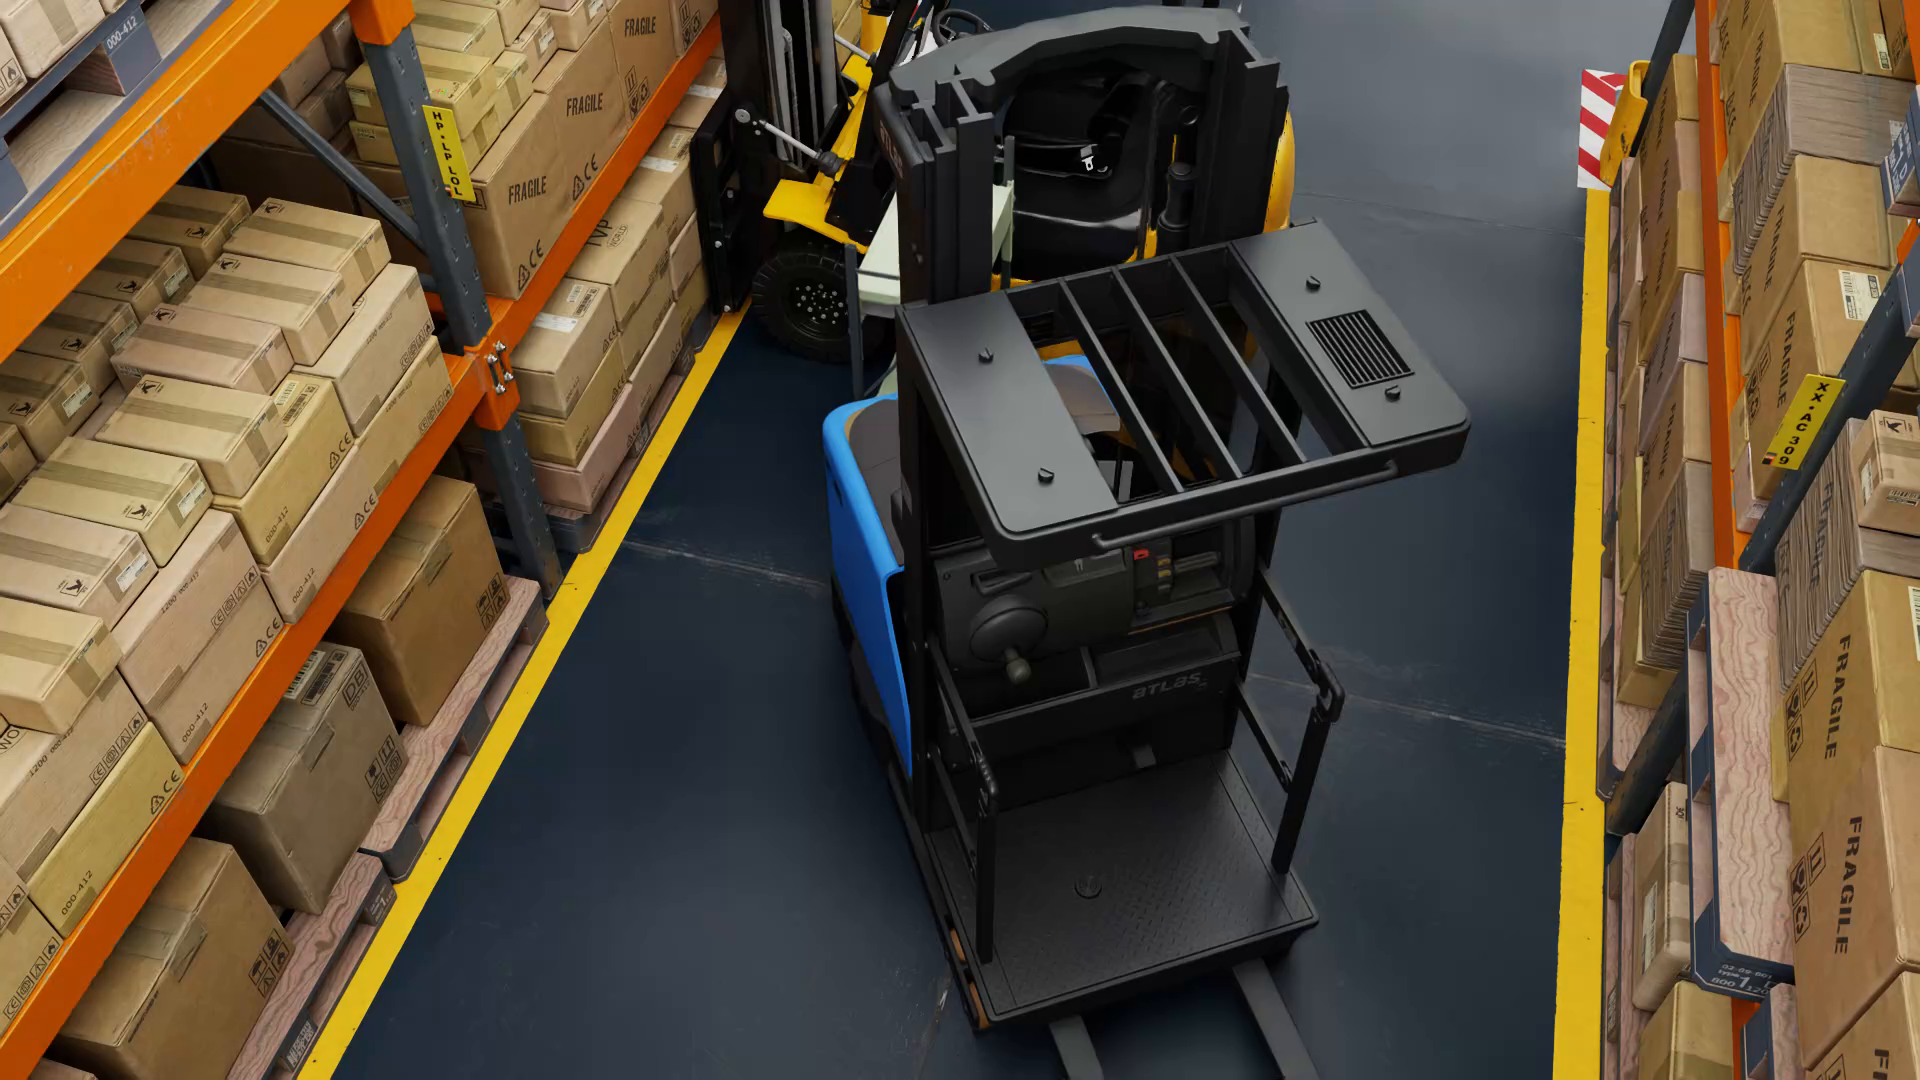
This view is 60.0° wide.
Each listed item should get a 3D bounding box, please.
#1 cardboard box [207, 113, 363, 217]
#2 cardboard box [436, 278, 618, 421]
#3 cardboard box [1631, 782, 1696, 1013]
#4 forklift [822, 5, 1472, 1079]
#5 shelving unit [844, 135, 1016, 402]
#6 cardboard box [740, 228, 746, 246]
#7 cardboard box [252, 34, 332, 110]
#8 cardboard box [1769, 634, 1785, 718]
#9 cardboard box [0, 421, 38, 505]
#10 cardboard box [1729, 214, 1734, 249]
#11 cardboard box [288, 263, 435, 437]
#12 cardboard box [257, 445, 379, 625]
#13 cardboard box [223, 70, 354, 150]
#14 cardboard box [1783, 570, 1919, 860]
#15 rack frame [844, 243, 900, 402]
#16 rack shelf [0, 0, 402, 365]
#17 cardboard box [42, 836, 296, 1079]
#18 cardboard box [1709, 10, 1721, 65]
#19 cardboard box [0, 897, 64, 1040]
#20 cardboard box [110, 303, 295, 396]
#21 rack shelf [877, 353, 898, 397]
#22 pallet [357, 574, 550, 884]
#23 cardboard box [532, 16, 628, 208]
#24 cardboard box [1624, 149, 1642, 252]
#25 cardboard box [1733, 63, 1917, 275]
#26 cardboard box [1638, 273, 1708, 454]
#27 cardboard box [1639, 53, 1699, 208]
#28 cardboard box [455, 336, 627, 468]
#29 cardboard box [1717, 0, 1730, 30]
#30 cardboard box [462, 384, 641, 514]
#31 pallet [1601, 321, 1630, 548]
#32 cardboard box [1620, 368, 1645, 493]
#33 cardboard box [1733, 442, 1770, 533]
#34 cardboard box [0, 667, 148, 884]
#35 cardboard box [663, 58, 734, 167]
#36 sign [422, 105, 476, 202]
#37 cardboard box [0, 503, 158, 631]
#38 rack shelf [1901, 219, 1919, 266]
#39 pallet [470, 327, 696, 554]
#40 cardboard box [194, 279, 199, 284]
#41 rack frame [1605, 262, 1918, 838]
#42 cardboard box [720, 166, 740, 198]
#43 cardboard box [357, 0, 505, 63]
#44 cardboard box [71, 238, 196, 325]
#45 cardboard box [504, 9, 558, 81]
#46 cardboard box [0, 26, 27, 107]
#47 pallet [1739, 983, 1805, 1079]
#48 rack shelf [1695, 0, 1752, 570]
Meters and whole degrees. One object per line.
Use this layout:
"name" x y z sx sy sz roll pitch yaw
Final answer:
"cardboard box" -2.195 -1.306 5.754 0.500 0.500 0.500 11 50 10
"cardboard box" -1.623 -0.742 6.210 0.500 0.250 0.500 11 49 9
"cardboard box" 2.601 1.193 5.088 0.950 0.372 0.625 12 50 11
"forklift" 0.459 0.232 4.509 1.130 2.935 3.031 -14 50 -12
"shelving unit" -0.094 -0.713 6.298 0.431 1.500 0.755 11 50 10
"cardboard box" -1.214 -1.517 7.561 0.500 0.250 0.500 13 50 11
"cardboard box" -2.260 -1.531 5.322 0.380 0.149 0.250 12 50 10
"cardboard box" 2.287 0.364 4.235 0.380 0.149 0.250 12 50 11
"cardboard box" -2.677 -0.202 4.347 0.380 0.149 0.250 12 50 10
"cardboard box" 2.888 -1.042 5.755 0.380 0.149 0.250 11 49 9
"cardboard box" -1.935 -0.605 4.969 0.500 0.250 0.500 11 49 9
"cardboard box" -2.060 -0.064 4.825 0.500 0.250 0.500 11 50 10
"cardboard box" -2.216 -1.426 5.427 0.380 0.149 0.250 11 50 10
"cardboard box" 2.206 0.457 3.720 0.500 0.500 0.500 12 50 10
"rack frame" -0.189 -0.448 6.064 0.400 1.500 0.023 11 50 10
"rack shelf" -2.579 -0.202 3.326 1.077 0.370 4.000 12 50 10
"cardboard box" -2.587 1.236 4.881 0.875 0.625 0.625 10 49 8
"cardboard box" 3.189 -1.987 6.590 0.380 0.149 0.250 12 50 11
"cardboard box" -2.487 1.039 3.851 0.500 0.250 0.500 10 49 9
"cardboard box" -2.094 -0.495 4.605 0.380 0.149 0.250 12 50 10
"rack shelf" -0.094 -0.497 6.542 0.431 0.370 0.720 11 50 10
"pallet" -2.209 0.569 6.026 1.003 0.211 1.213 12 50 10
"cardboard box" -1.563 -1.577 5.993 0.500 0.500 0.500 12 50 11
"cardboard box" 3.311 -1.511 7.556 0.500 0.250 0.500 11 50 10
"cardboard box" 2.875 -1.170 5.435 0.500 0.500 0.500 13 50 11
"cardboard box" 2.899 -0.613 6.263 0.500 0.500 0.500 14 50 12
"cardboard box" 3.305 -1.742 7.259 0.500 0.500 0.500 10 49 9
"cardboard box" -1.627 -0.578 6.399 0.500 0.250 0.500 11 50 10
"cardboard box" 3.264 -2.279 6.415 0.500 0.500 0.500 13 50 11
"cardboard box" -1.606 -0.408 6.582 0.500 0.250 0.500 12 50 10
"pallet" 3.199 -0.373 6.857 1.003 0.211 1.213 12 50 10
"cardboard box" 2.902 -0.382 6.559 0.500 0.250 0.500 12 50 11
"cardboard box" 2.528 -0.127 4.948 0.380 0.149 0.250 11 50 10
"cardboard box" -2.355 0.499 3.995 0.500 0.250 0.500 12 50 11
"cardboard box" -1.213 -1.851 7.189 0.500 0.250 0.500 11 49 9
"sign" -1.527 -1.151 4.965 0.100 0.325 0.005 12 50 10
"cardboard box" -2.236 0.079 4.099 0.380 0.149 0.250 12 50 10
"rack shelf" 2.211 0.774 2.464 1.077 0.370 4.000 12 50 10
"pallet" -1.803 -0.539 7.004 1.003 0.211 1.213 12 50 10
"cardboard box" -2.433 -0.694 5.047 0.500 0.250 0.500 11 49 9
"rack frame" 2.737 0.082 4.596 1.000 3.000 0.127 12 50 10
"cardboard box" -1.219 -1.669 7.362 0.500 0.250 0.500 11 50 10
"cardboard box" -1.718 -1.623 5.403 0.380 0.149 0.250 12 50 11
"cardboard box" -2.473 -0.747 4.828 0.380 0.149 0.250 10 49 9
"cardboard box" -1.607 -1.703 5.671 0.380 0.149 0.250 11 50 10
"cardboard box" -2.210 -0.903 3.177 0.500 0.311 0.500 10 49 9
"pallet" 2.166 1.599 3.385 1.003 0.211 1.213 12 50 10
"rack shelf" 3.264 -1.126 6.142 1.077 0.370 4.000 12 50 10
